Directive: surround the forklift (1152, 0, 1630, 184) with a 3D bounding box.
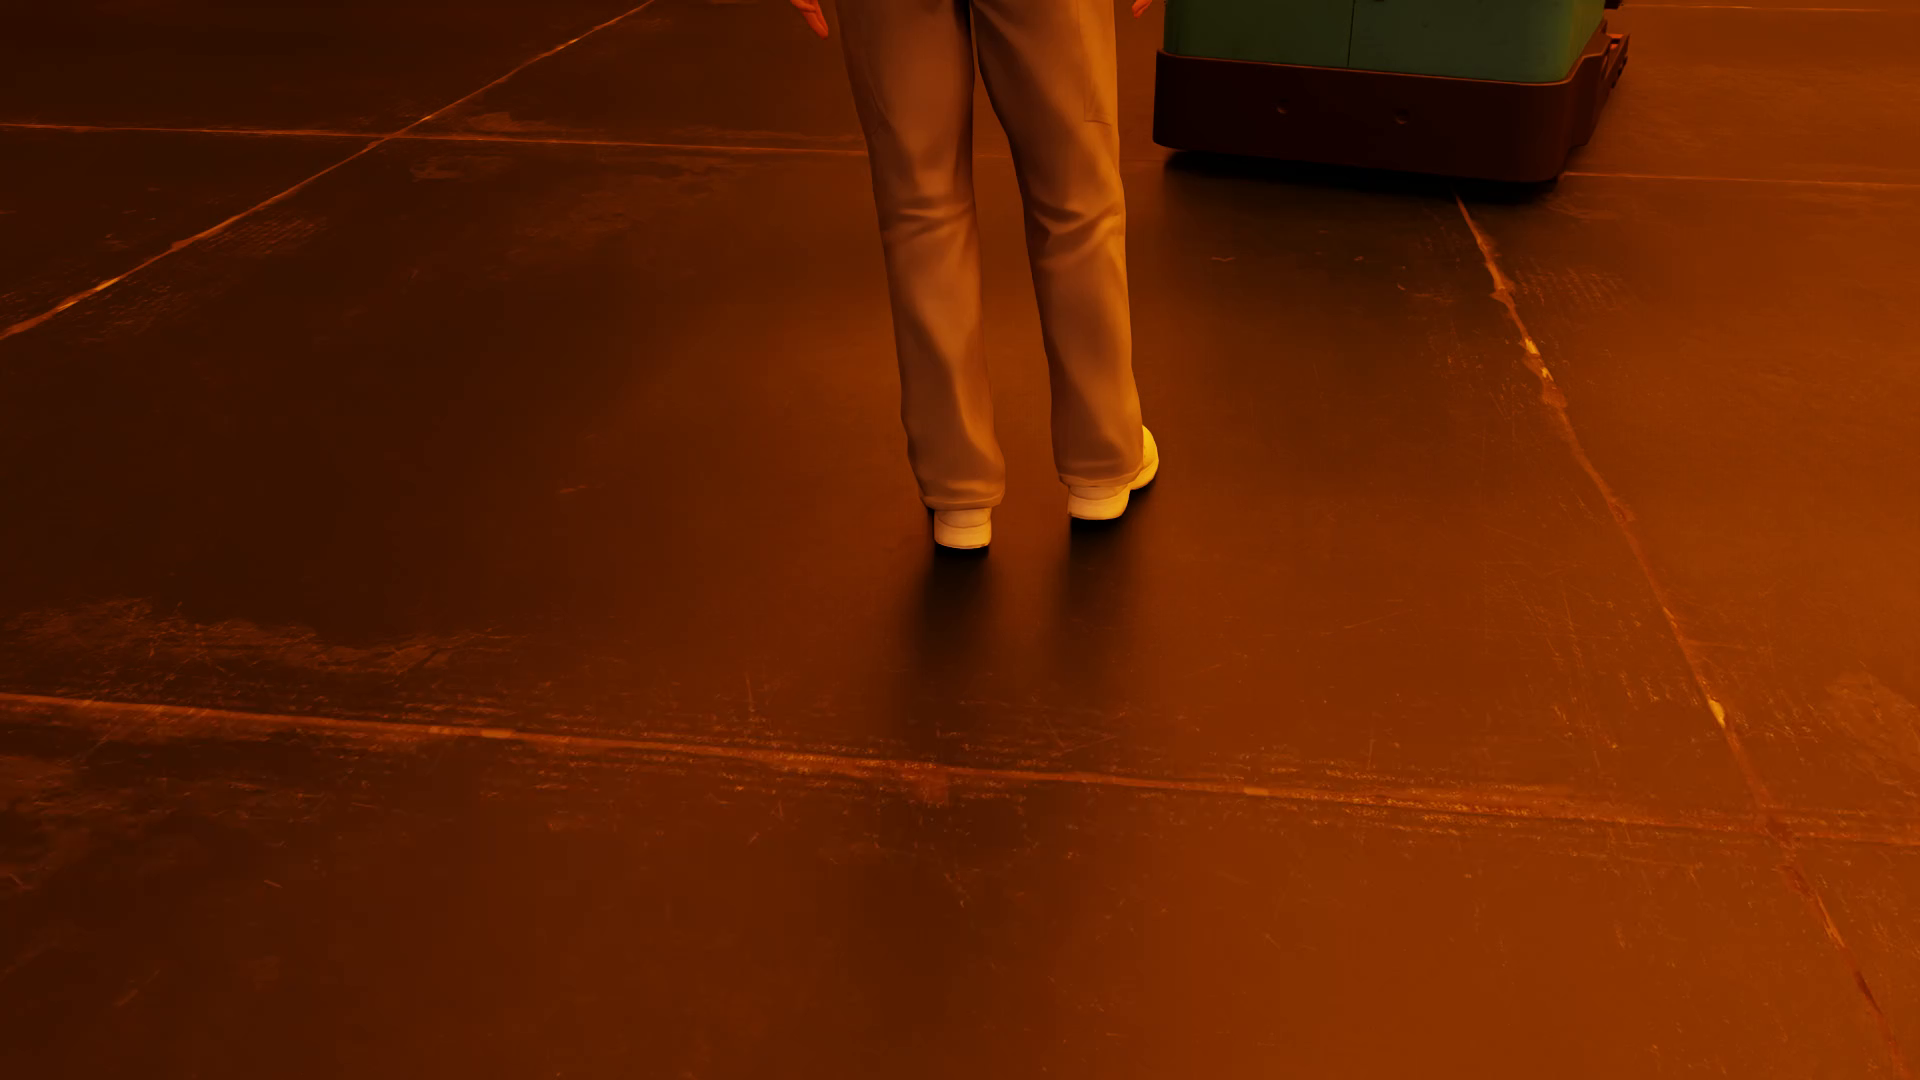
[{"bbox_3d":[1.588,-2.825,4.880,1.130,2.935,3.031,11,29,22],"label":"forklift"}]

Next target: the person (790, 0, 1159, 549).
[{"bbox_3d":[0.023,-0.788,2.186,0.549,1.675,0.549,3,27,7],"label":"person"}]
